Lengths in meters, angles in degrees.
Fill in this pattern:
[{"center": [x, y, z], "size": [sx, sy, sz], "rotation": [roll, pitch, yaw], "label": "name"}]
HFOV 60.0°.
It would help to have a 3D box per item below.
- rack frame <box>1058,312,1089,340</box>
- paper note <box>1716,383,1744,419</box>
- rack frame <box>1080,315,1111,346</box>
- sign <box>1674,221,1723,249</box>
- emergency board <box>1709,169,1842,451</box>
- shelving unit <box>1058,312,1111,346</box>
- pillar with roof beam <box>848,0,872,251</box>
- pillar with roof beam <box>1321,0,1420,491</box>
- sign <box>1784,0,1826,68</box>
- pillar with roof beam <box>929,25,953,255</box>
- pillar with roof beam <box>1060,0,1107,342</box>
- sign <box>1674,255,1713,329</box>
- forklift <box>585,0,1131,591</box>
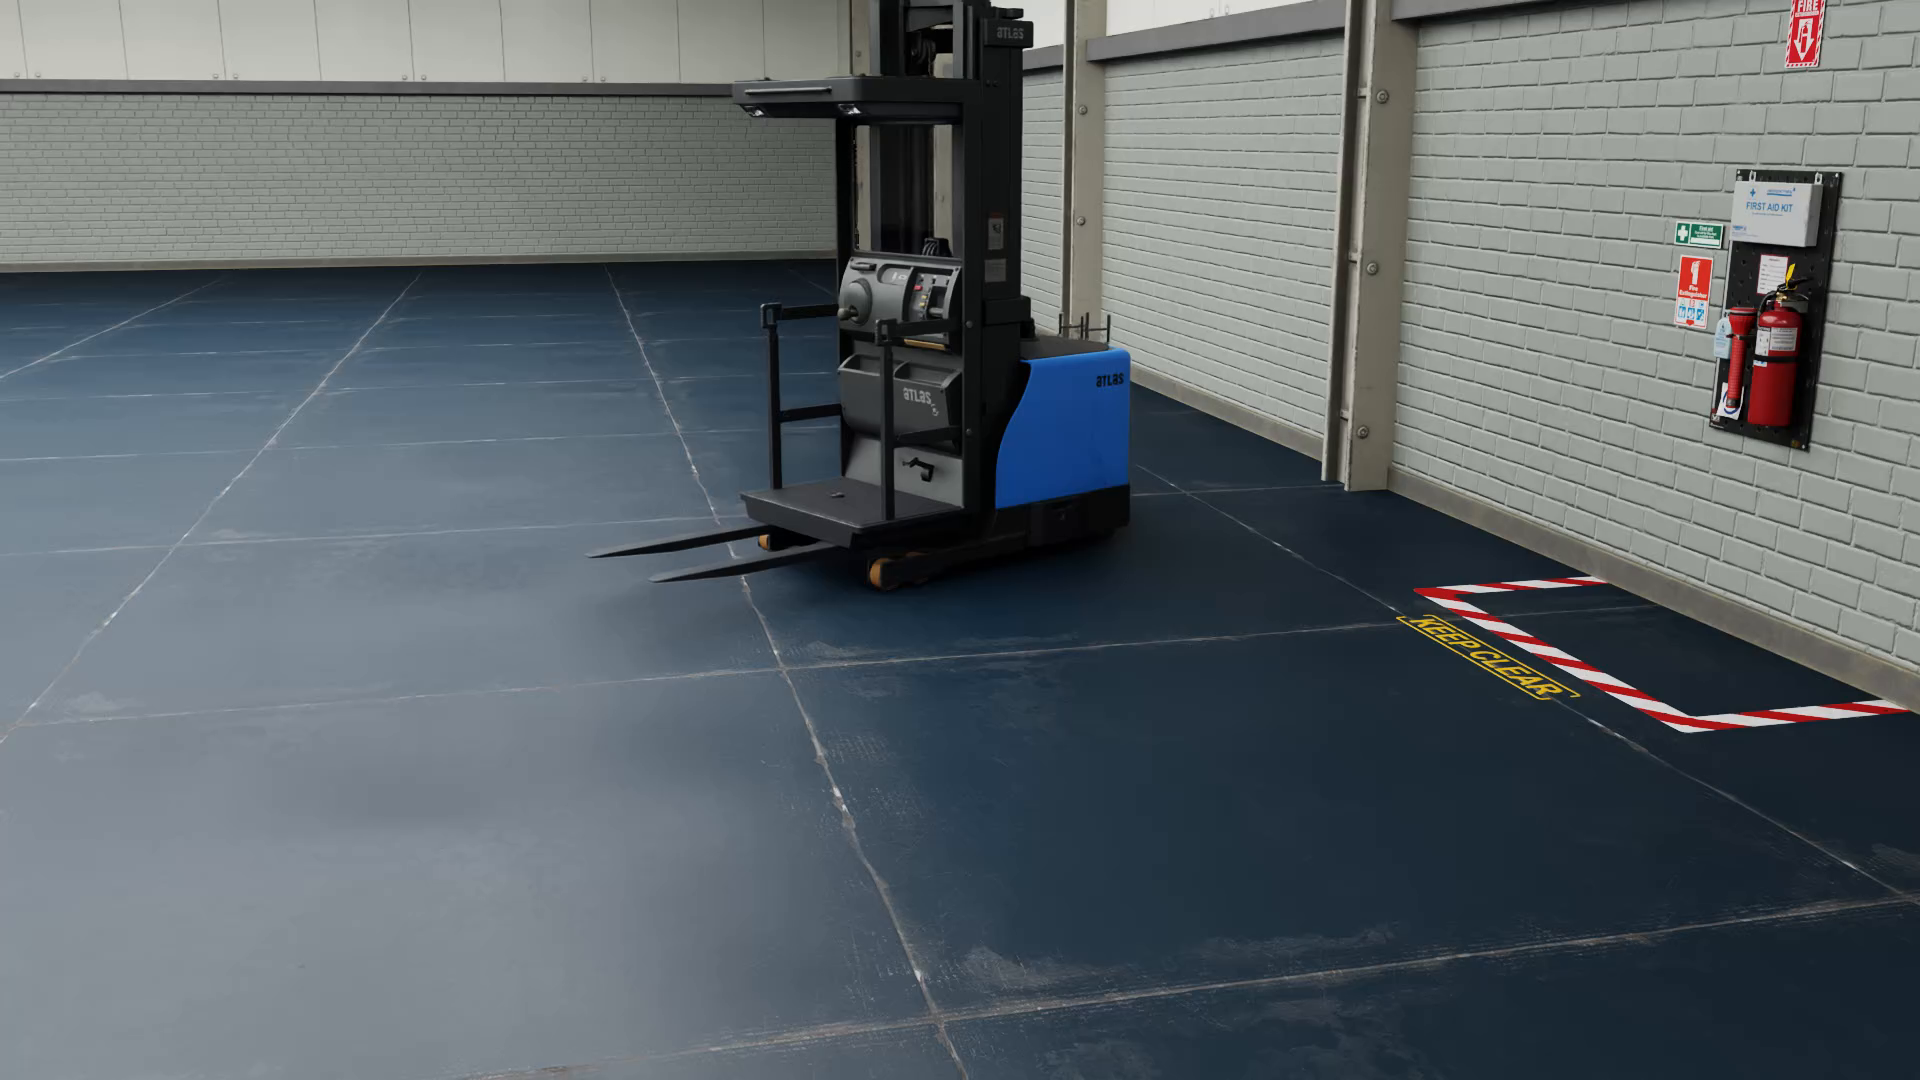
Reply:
[{"center": [0.667, -0.765, 10.014], "size": [0.240, 1.200, 0.006], "rotation": [-9, 17, -39], "label": "rack frame"}, {"center": [3.494, -0.631, 7.545], "size": [0.016, 0.148, 0.142], "rotation": [-3, 14, -13], "label": "paper note"}, {"center": [0.784, -0.731, 9.877], "size": [0.240, 1.200, 0.006], "rotation": [-9, 17, -39], "label": "rack frame"}, {"center": [3.431, -1.421, 7.729], "size": [0.001, 0.109, 0.331], "rotation": [-3, 14, -13], "label": "sign"}, {"center": [3.469, -1.014, 7.257], "size": [0.194, 1.169, 0.643], "rotation": [-3, 14, -13], "label": "emergency board"}, {"center": [0.726, -0.748, 9.946], "size": [0.258, 1.200, 0.189], "rotation": [-9, 17, -39], "label": "shelving unit"}, {"center": [-5.809, -8.653, 25.883], "size": [9.100, 9.000, 0.400], "rotation": [-3, 14, -13], "label": "pillar with roof beam"}, {"center": [-1.582, -4.500, 8.886], "size": [9.100, 9.000, 0.400], "rotation": [-3, 14, -13], "label": "pillar with roof beam"}, {"center": [3.564, -2.148, 7.012], "size": [0.001, 0.298, 0.199], "rotation": [-3, 14, -13], "label": "sign"}, {"center": [-4.400, -7.269, 20.217], "size": [9.100, 9.000, 0.400], "rotation": [-3, 14, -13], "label": "pillar with roof beam"}, {"center": [-2.991, -5.884, 14.552], "size": [9.100, 9.000, 0.400], "rotation": [-3, 14, -13], "label": "pillar with roof beam"}, {"center": [3.439, -1.165, 7.799], "size": [0.001, 0.329, 0.234], "rotation": [-3, 14, -13], "label": "sign"}, {"center": [-0.481, -1.308, 8.605], "size": [3.031, 2.935, 1.130], "rotation": [-11, 18, -39], "label": "forklift"}]
